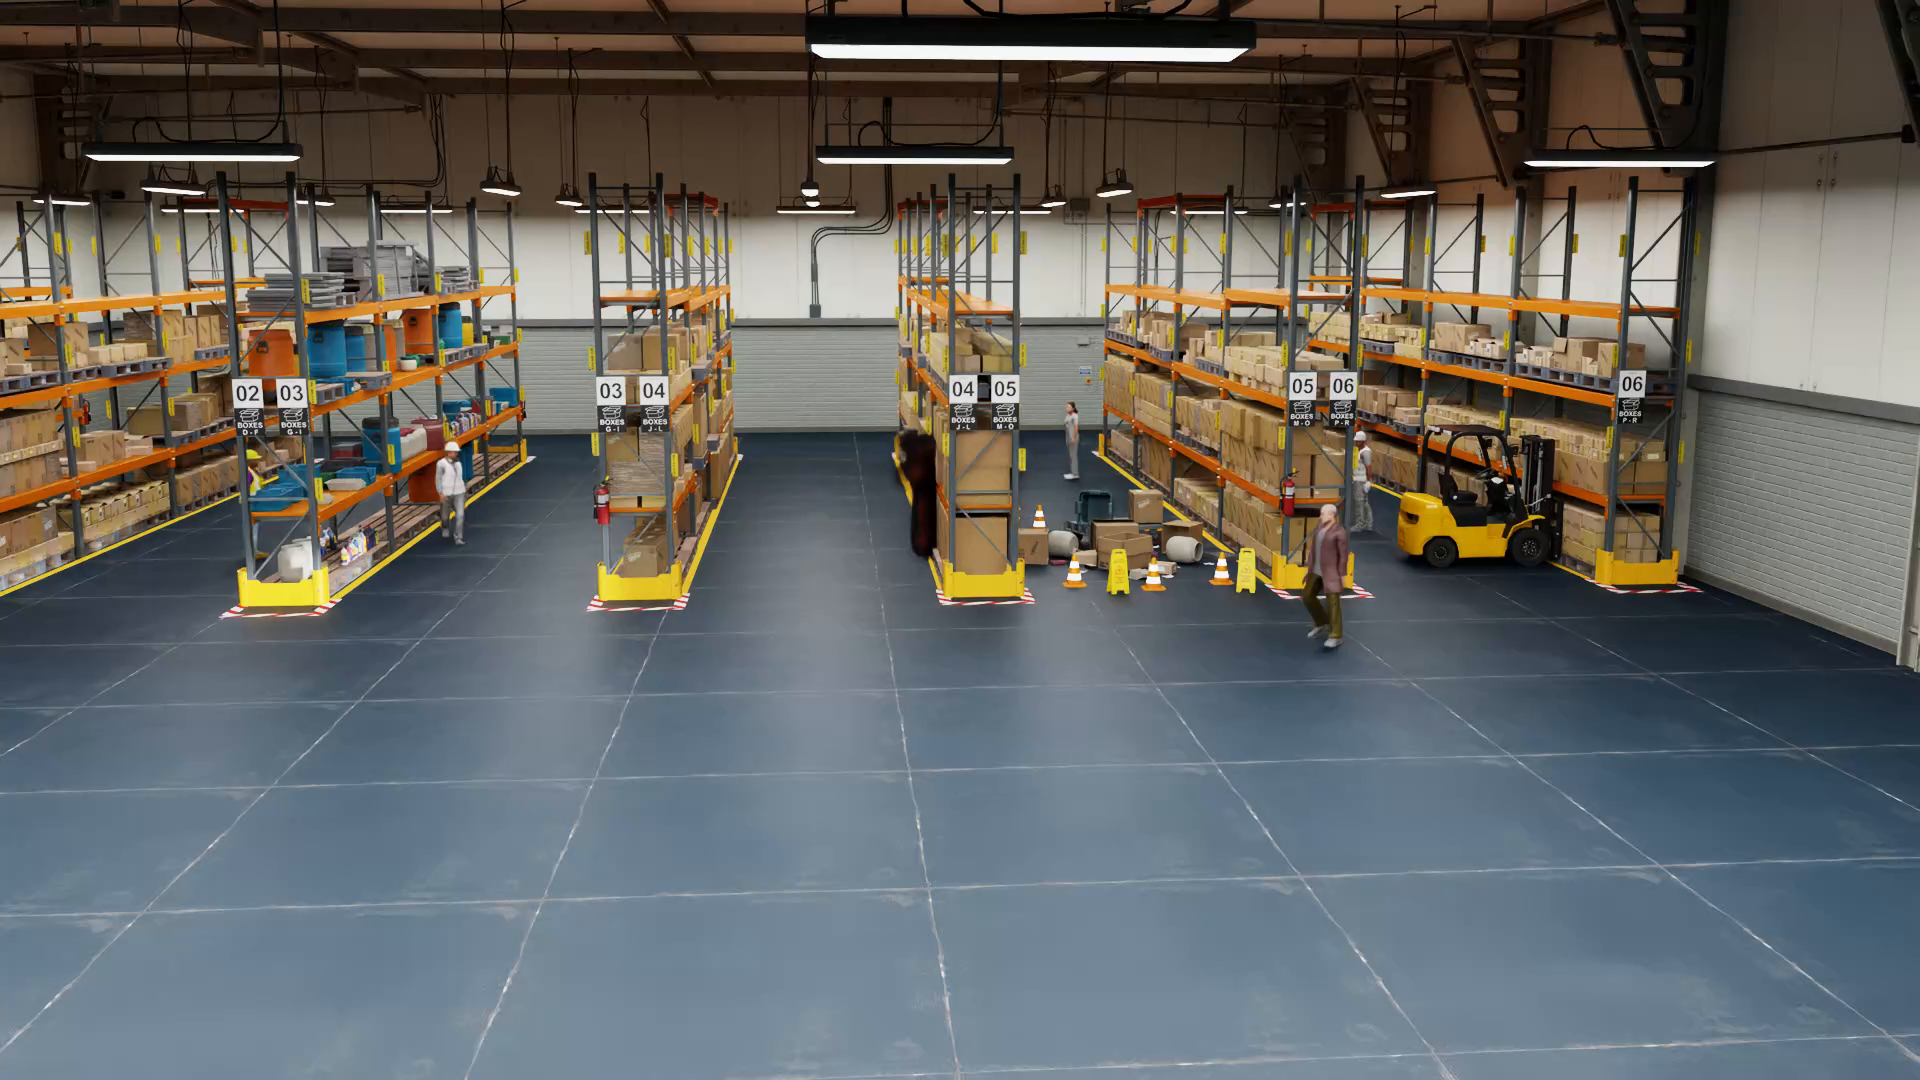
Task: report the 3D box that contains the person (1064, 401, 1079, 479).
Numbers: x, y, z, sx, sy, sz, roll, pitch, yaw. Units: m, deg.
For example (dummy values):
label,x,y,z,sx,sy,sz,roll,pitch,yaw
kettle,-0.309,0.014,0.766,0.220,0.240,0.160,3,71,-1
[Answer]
label,x,y,z,sx,sy,sz,roll,pitch,yaw
person,2.424,-2.176,36.157,0.320,1.679,0.459,-3,10,-17

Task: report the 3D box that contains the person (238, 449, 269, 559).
label,x,y,z,sx,sy,sz,roll,pitch,yaw
person,-11.424,-0.587,26.867,0.381,1.767,0.615,-4,11,-22

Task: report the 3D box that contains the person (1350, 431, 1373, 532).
label,x,y,z,sx,sy,sz,roll,pitch,yaw
person,7.119,-1.040,29.507,0.455,1.789,0.573,4,11,21

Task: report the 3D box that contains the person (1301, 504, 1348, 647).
label,x,y,z,sx,sy,sz,roll,pitch,yaw
person,4.651,0.437,21.086,0.509,1.777,0.633,-6,12,-31

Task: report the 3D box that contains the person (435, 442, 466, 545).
label,x,y,z,sx,sy,sz,roll,pitch,yaw
person,-8.657,-0.804,28.249,0.500,1.733,0.911,-4,11,-20
